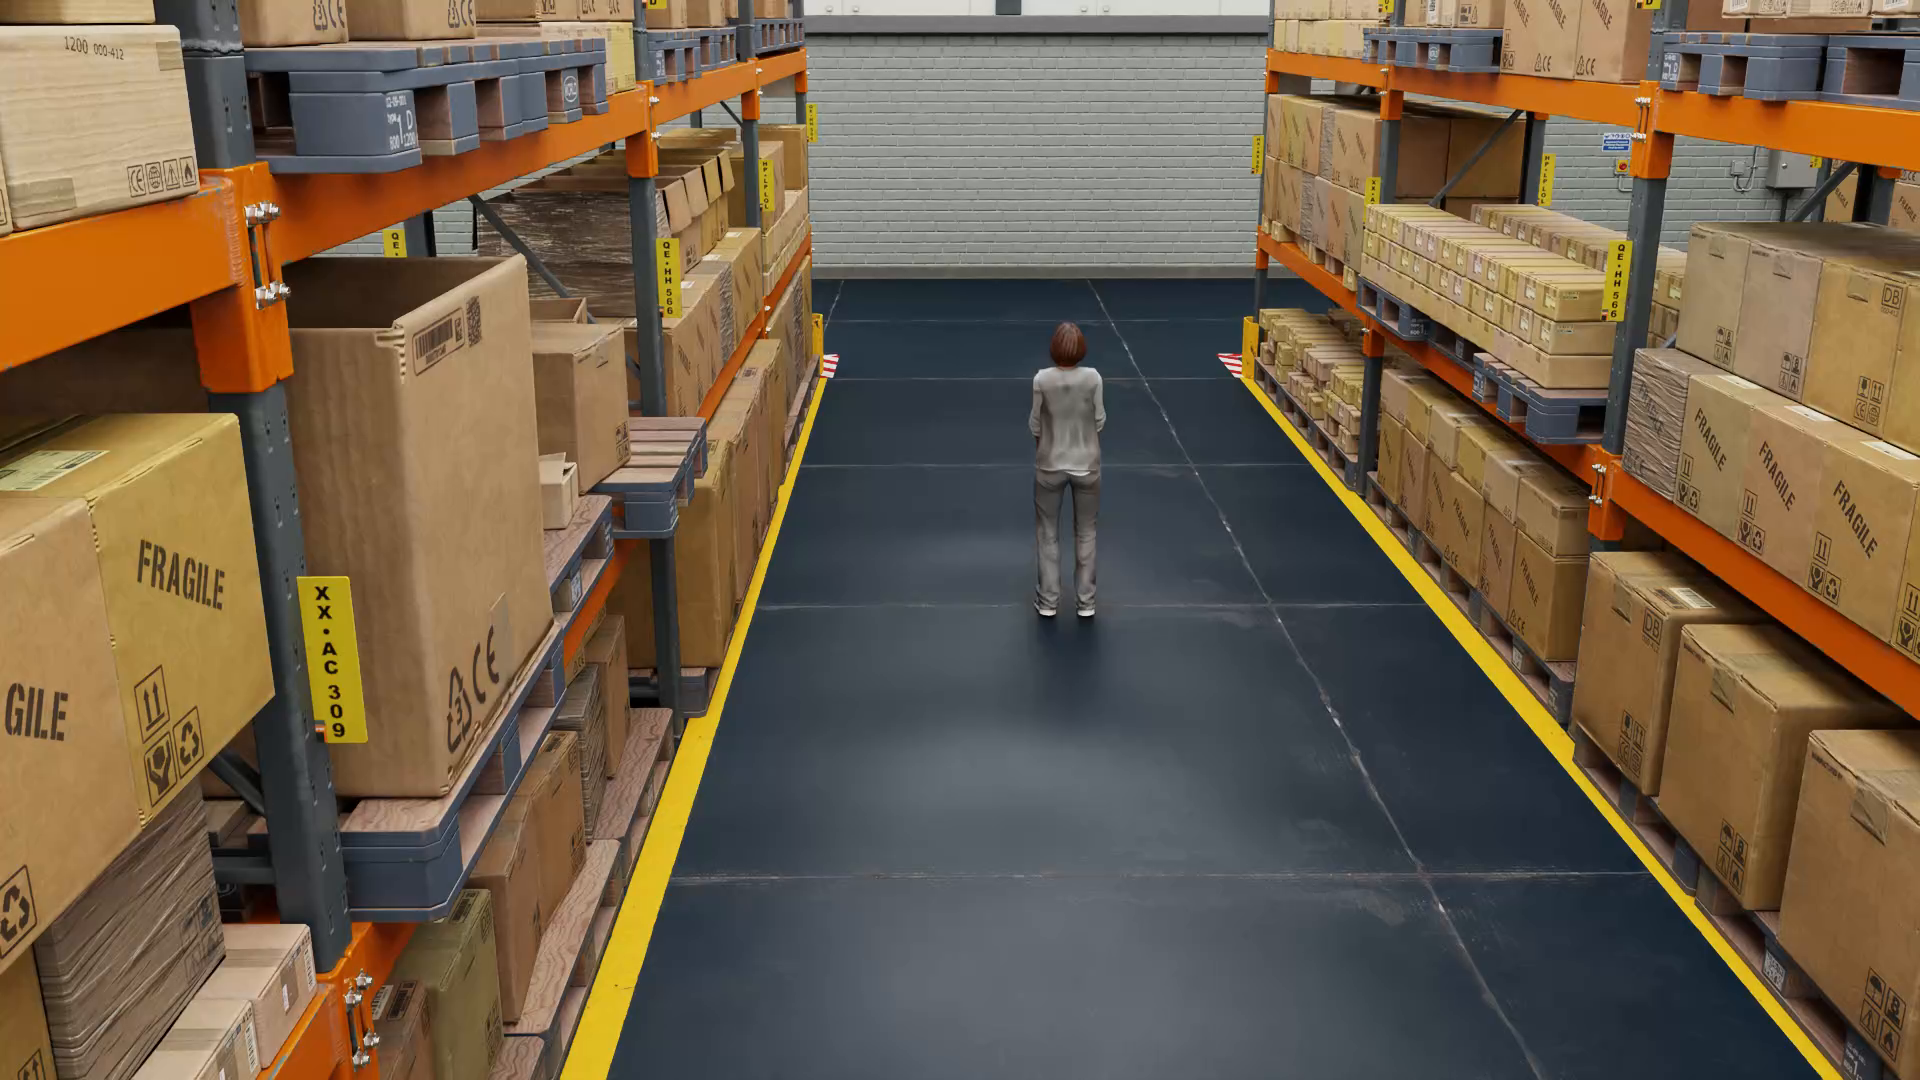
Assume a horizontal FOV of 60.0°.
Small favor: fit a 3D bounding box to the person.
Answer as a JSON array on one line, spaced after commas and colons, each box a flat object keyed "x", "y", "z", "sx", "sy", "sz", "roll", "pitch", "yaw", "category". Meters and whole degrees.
[{"x": 0.562, "y": -0.389, "z": 8.821, "sx": 0.406, "sy": 1.585, "sz": 0.500, "roll": 0, "pitch": 17, "yaw": 0, "category": "person"}]
